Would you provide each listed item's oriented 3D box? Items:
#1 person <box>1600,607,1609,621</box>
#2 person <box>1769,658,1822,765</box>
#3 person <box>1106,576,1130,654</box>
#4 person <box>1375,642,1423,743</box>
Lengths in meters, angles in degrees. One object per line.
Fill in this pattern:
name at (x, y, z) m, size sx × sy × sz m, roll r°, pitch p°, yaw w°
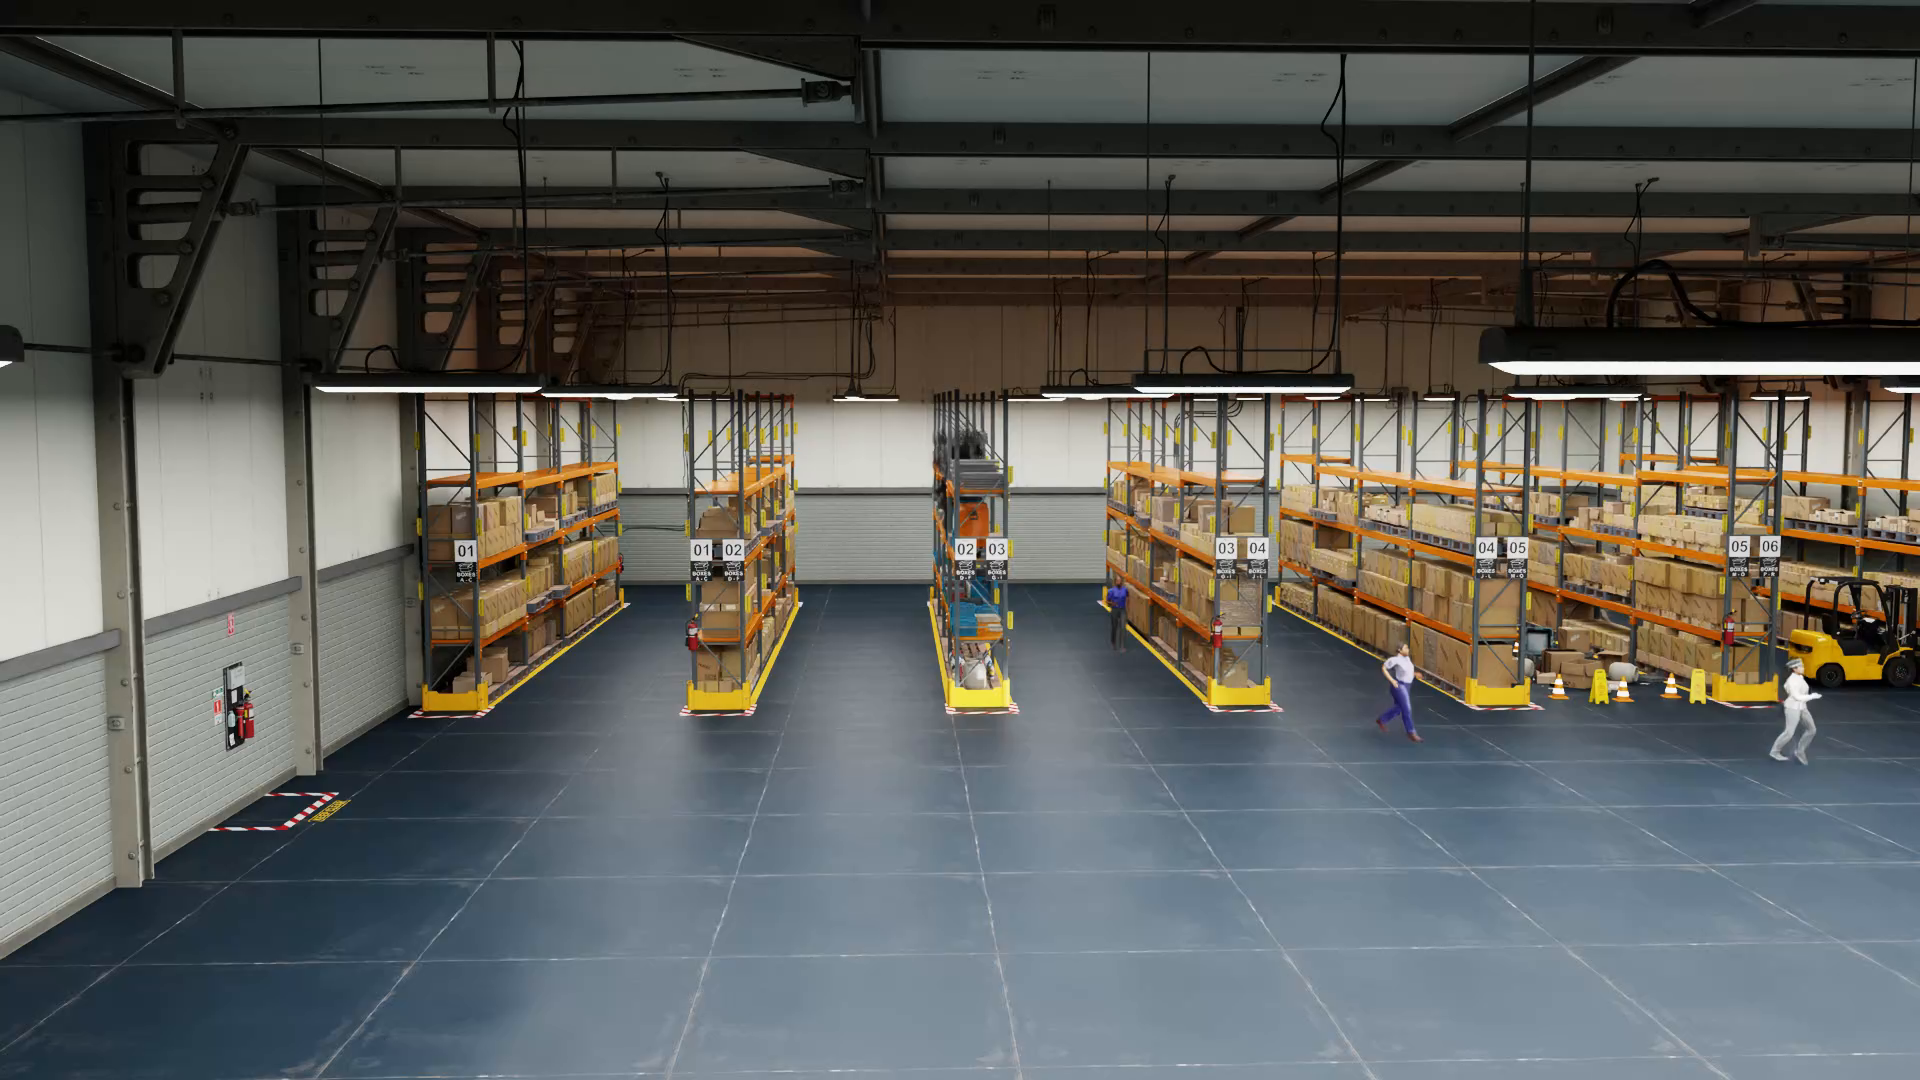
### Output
person at (16.449, 1.432, 42.302) m, size 0.672 × 1.712 × 0.710 m, roll 0°, pitch 5°, yaw -3°
person at (13.305, 2.711, 26.443) m, size 0.715 × 1.696 × 0.595 m, roll 4°, pitch 6°, yaw 44°
person at (3.482, 1.625, 36.501) m, size 0.582 × 1.680 × 0.849 m, roll -1°, pitch 5°, yaw -7°
person at (7.545, 2.576, 28.464) m, size 0.904 × 1.672 × 0.604 m, roll 4°, pitch 6°, yaw 39°
